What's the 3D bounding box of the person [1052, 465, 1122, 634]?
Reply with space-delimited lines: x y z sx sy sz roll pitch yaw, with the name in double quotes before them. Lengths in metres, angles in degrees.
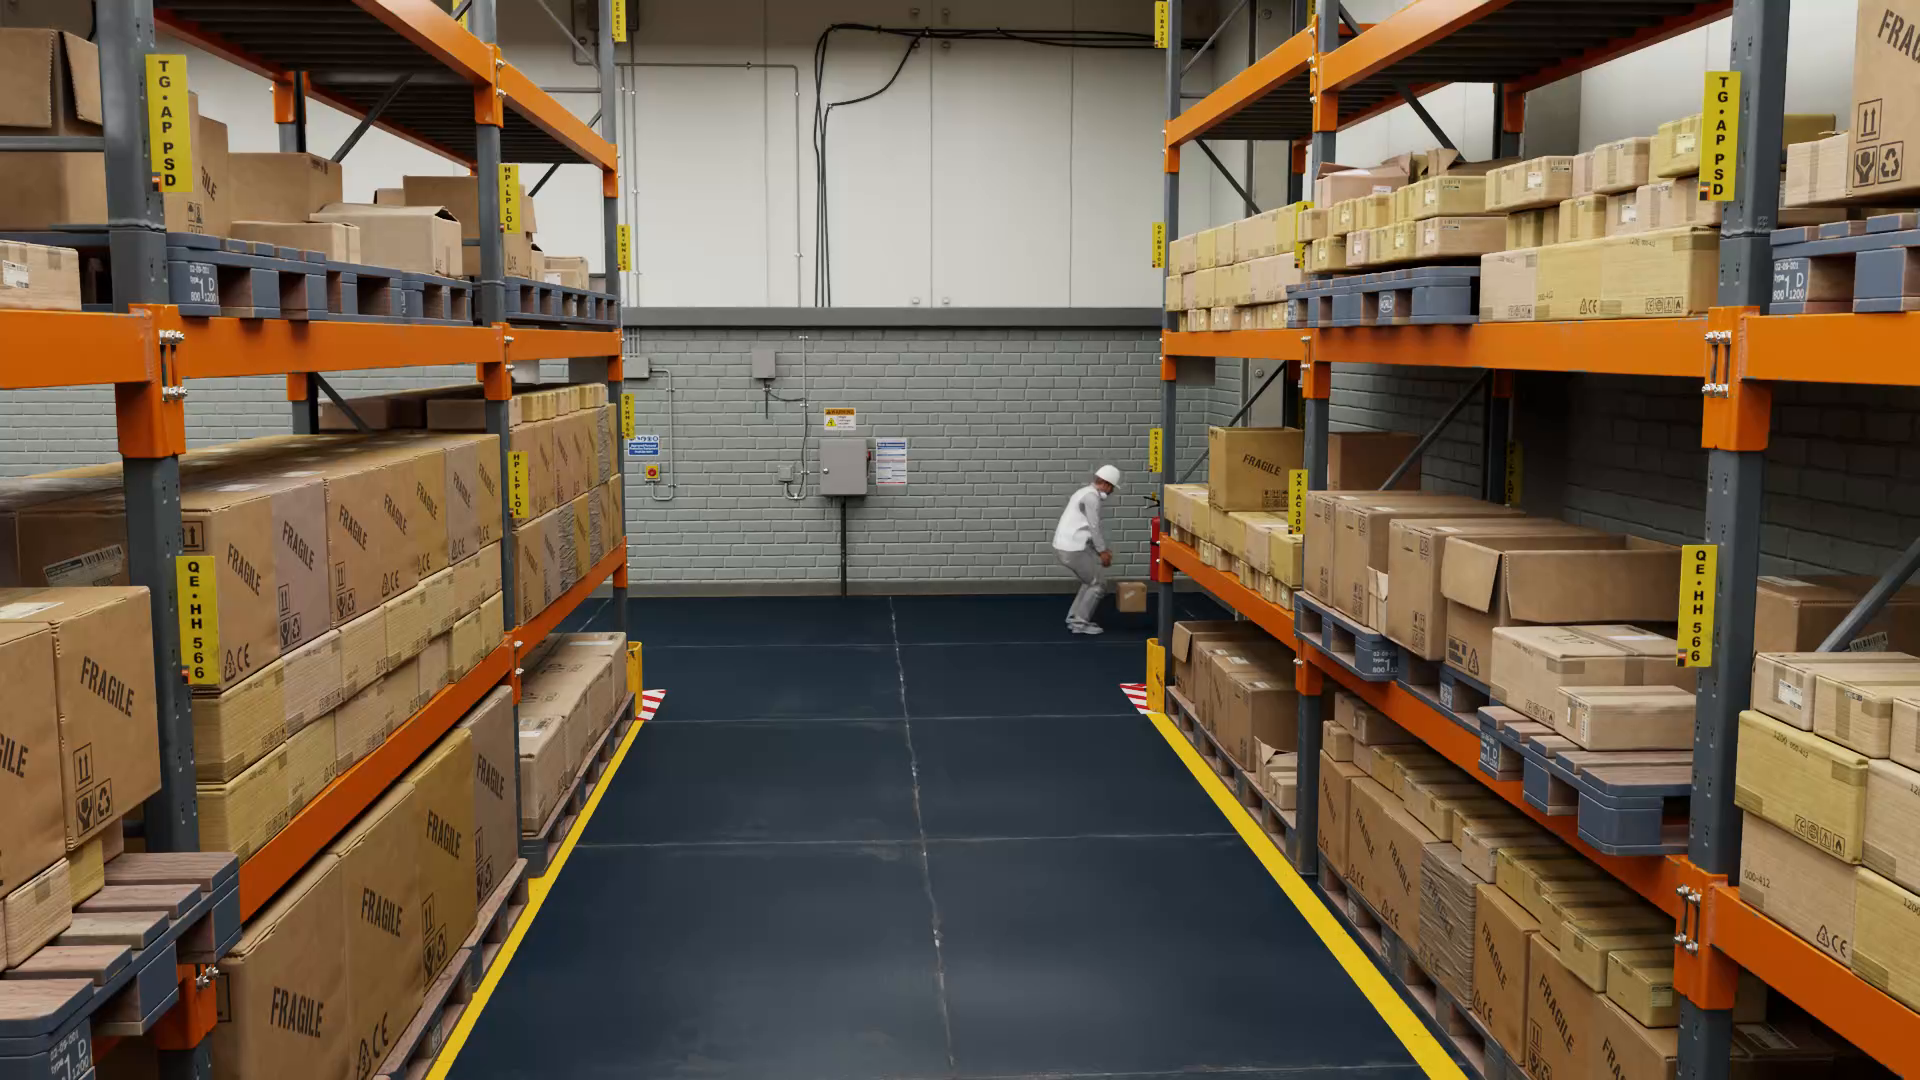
"person" 1.207 0.082 15.781 0.649 1.584 0.586 0 7 -3
